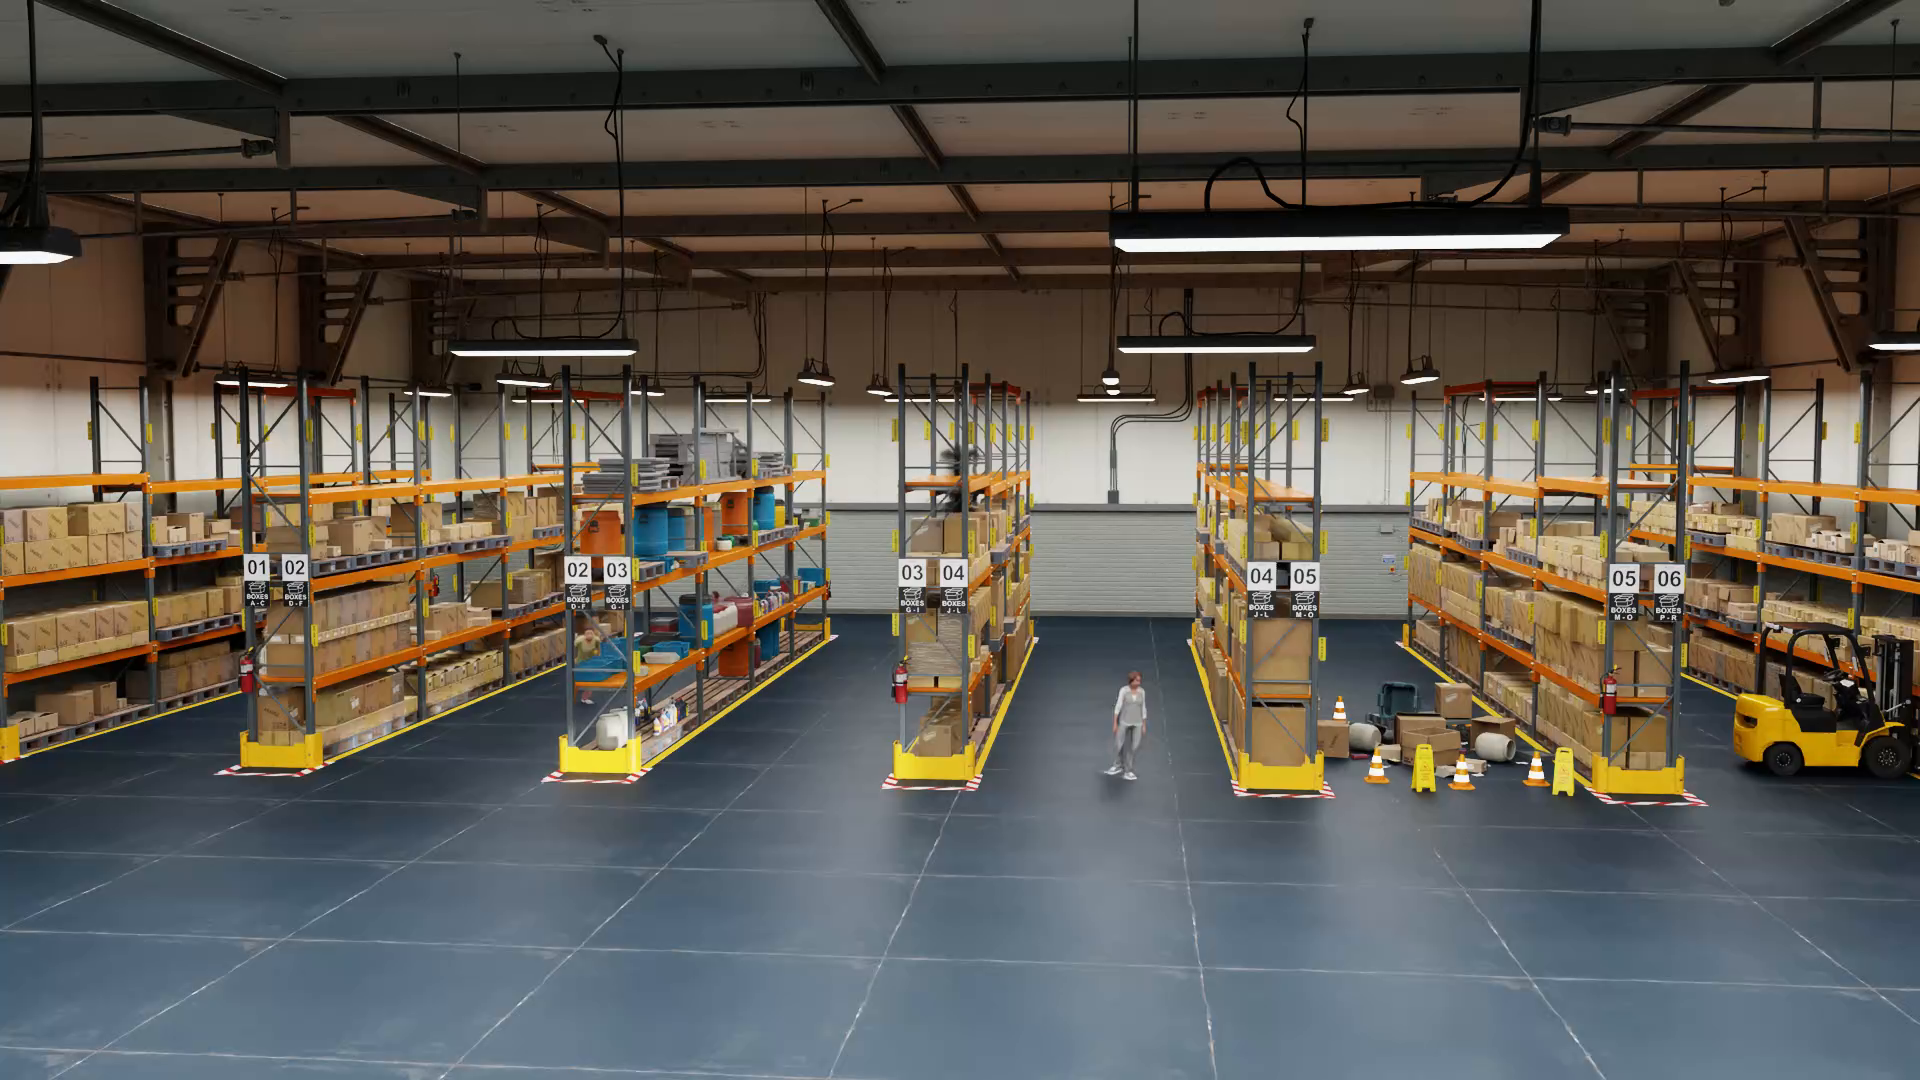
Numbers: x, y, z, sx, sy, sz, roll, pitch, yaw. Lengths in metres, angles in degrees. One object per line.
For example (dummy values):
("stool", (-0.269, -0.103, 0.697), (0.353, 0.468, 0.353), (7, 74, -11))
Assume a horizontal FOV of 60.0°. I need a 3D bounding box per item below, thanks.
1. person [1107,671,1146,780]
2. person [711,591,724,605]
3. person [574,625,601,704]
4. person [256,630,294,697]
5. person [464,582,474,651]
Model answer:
("person", (2.413, 2.671, 24.027), (0.542, 1.582, 0.416), (-1, 4, -10))
("person", (-5.448, 1.855, 38.137), (0.562, 1.419, 0.752), (2, 4, 28))
("person", (-6.937, 2.294, 30.770), (0.600, 1.491, 0.830), (-1, 4, -20))
("person", (-11.507, 2.346, 27.884), (0.618, 1.751, 0.539), (-2, 4, -29))
("person", (-10.835, 1.792, 36.885), (0.554, 1.745, 0.831), (1, 4, 12))
